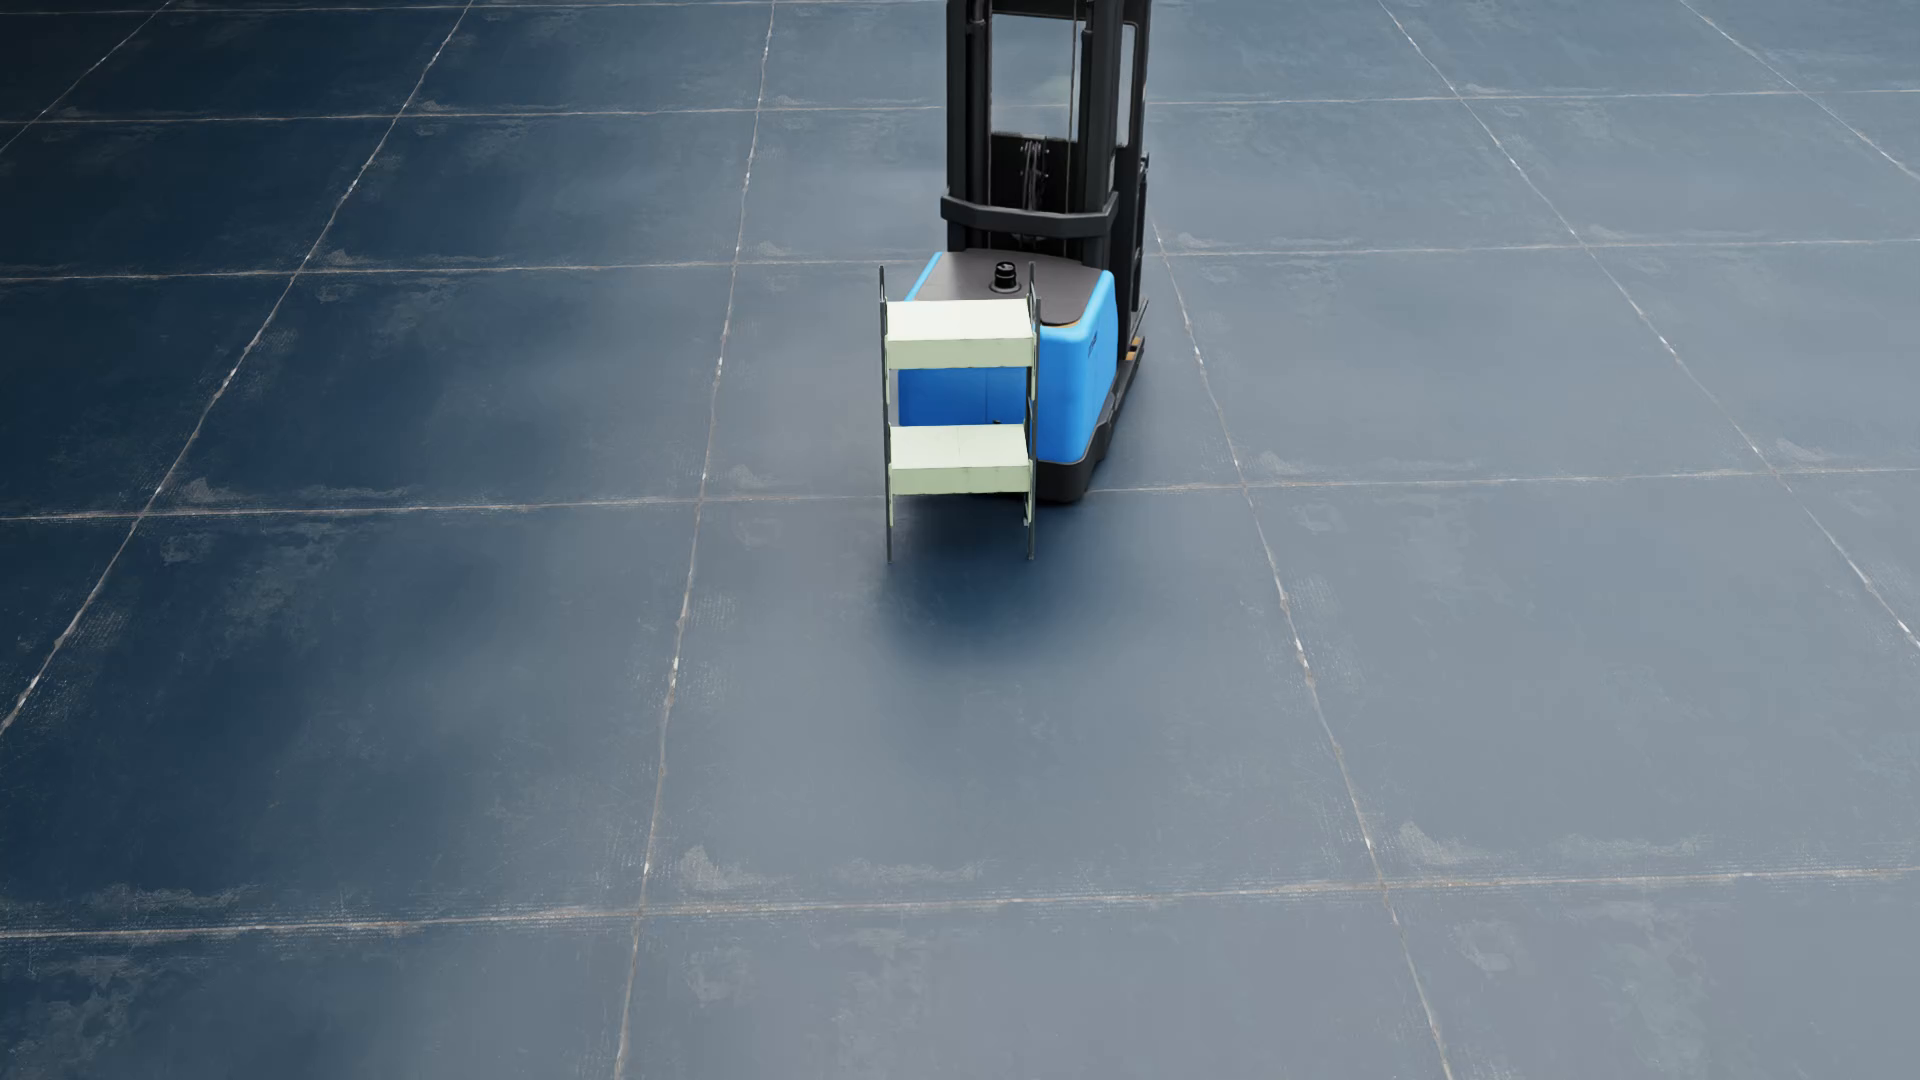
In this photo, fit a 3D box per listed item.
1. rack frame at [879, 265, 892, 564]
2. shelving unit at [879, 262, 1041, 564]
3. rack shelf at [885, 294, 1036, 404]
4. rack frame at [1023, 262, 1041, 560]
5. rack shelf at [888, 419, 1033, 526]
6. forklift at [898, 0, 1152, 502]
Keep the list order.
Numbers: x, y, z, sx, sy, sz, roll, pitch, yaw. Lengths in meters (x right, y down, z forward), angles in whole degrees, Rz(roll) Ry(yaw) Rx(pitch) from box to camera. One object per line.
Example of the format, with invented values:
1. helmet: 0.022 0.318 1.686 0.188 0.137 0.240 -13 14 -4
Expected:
1. rack frame: -0.372 -0.607 8.345 0.023 1.500 0.400 -2 35 -2
2. shelving unit: -0.007 -0.617 8.359 0.755 1.500 0.431 -2 35 -2
3. rack shelf: -0.007 -0.937 8.137 0.720 0.370 0.431 -2 35 -2
4. rack frame: 0.359 -0.626 8.373 0.023 1.500 0.400 -2 35 -2
5. rack shelf: -0.007 -0.348 8.545 0.720 0.370 0.431 -2 35 -2
6. forklift: 0.528 -2.247 9.458 1.130 2.935 3.031 9 36 12
